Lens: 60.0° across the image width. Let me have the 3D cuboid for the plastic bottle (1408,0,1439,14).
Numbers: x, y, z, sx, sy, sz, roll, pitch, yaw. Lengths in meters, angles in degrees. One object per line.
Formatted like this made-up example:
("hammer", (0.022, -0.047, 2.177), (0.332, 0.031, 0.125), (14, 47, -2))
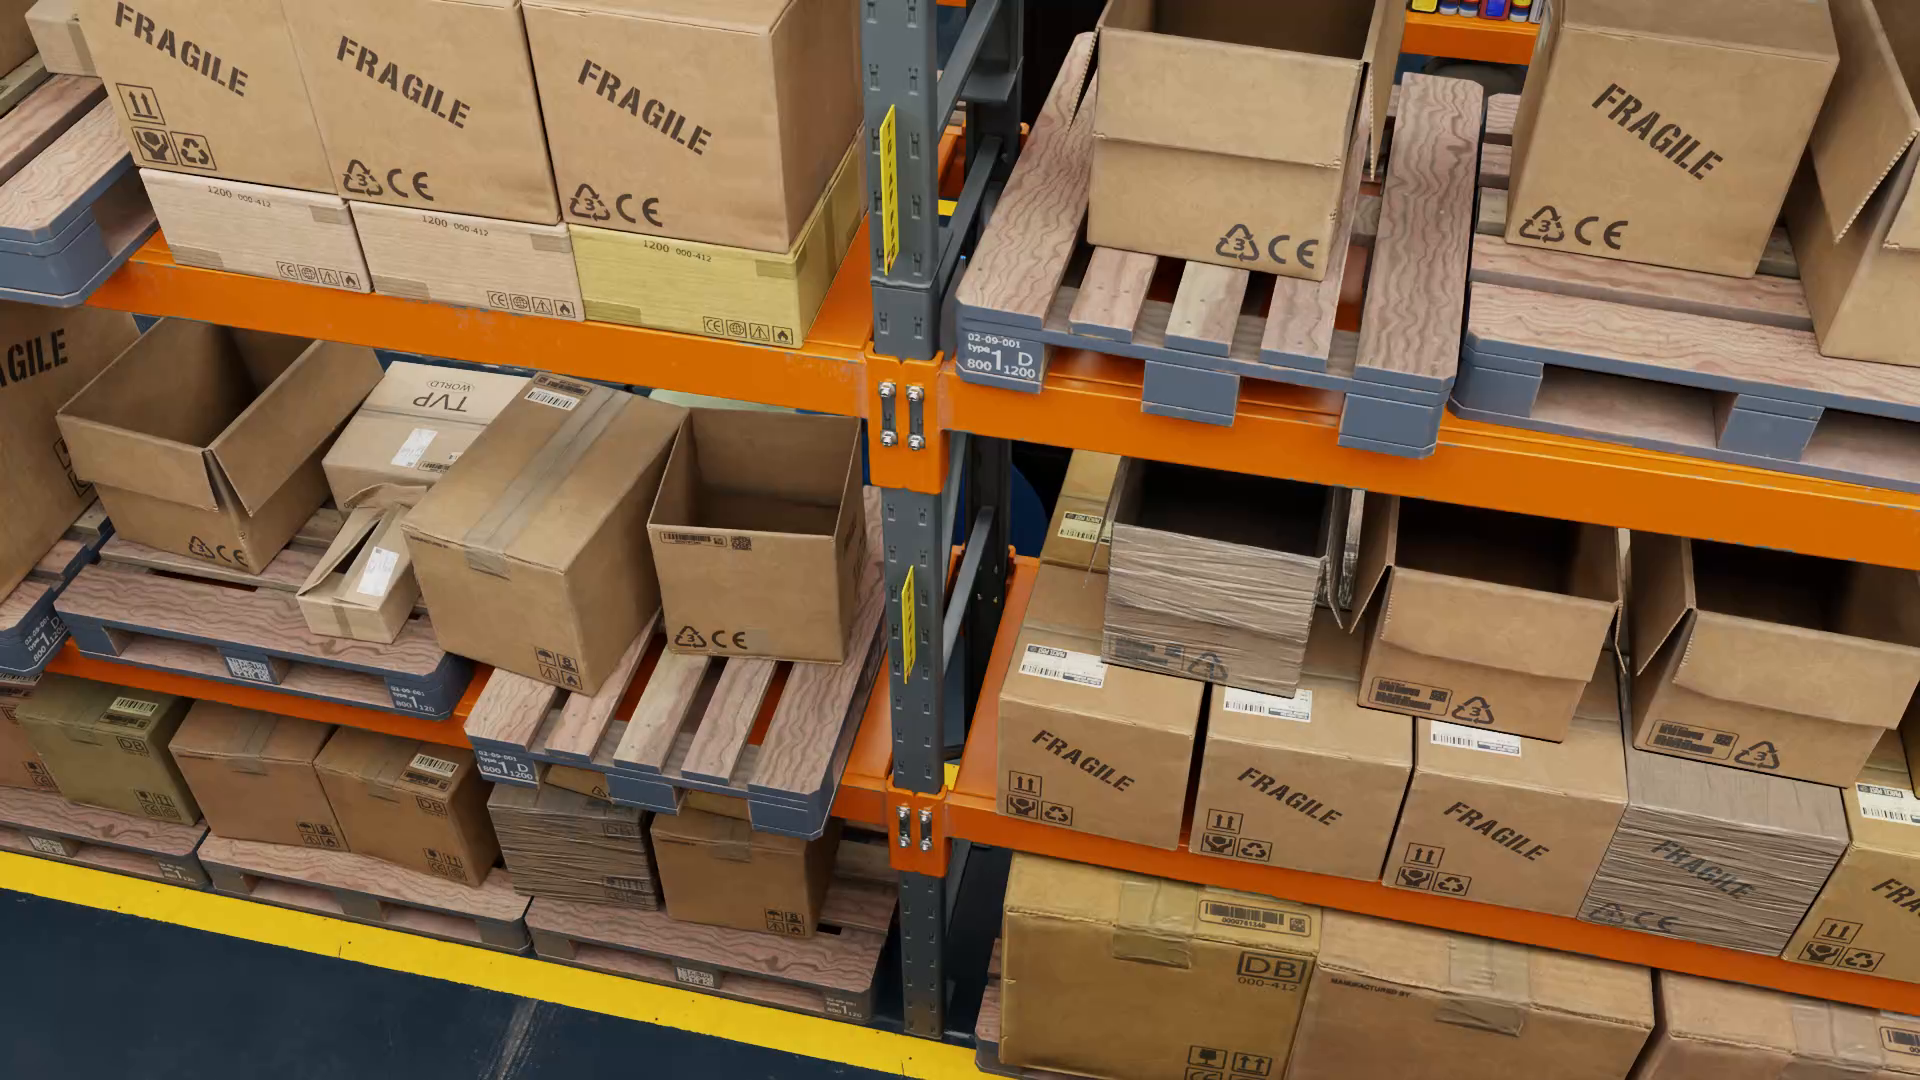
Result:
("plastic bottle", (2.216, -2.642, 7.876), (0.133, 0.283, 0.061), (9, 45, 9))

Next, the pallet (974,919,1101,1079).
("pallet", (0.739, 1.403, 5.600), (1.213, 0.211, 1.003), (9, 45, 9))

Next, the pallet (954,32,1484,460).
("pallet", (0.626, -0.723, 3.772), (1.003, 0.211, 1.213), (11, 45, 11))

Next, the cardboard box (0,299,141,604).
("cardboard box", (-3.173, -0.530, 4.863), (1.000, 1.000, 1.000), (9, 45, 9))

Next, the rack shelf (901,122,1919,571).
("rack shelf", (1.937, -0.291, 3.705), (4.000, 0.370, 1.077), (9, 45, 9))

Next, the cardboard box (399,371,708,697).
("cardboard box", (-1.117, -0.031, 4.704), (0.500, 0.500, 0.700), (15, 46, 15))

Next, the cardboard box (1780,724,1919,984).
("cardboard box", (2.380, 0.757, 4.188), (0.500, 0.500, 0.500), (8, 45, 9))

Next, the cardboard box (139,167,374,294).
("cardboard box", (-1.508, -0.849, 3.874), (0.500, 0.250, 0.500), (10, 45, 10))

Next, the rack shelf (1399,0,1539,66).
("rack shelf", (3.019, -2.562, 8.228), (4.000, 0.370, 1.077), (9, 45, 9))

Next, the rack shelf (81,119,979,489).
("rack shelf", (-1.966, -0.897, 4.334), (4.000, 0.370, 1.077), (9, 45, 9))

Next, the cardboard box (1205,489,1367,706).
("cardboard box", (1.007, 0.178, 4.790), (0.500, 0.500, 0.500), (8, 45, 9))

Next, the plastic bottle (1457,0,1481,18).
("plastic bottle", (2.428, -2.617, 7.859), (0.097, 0.271, 0.097), (0, 44, 0))

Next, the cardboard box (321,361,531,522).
("cardboard box", (-1.600, -0.279, 5.142), (0.500, 0.250, 0.500), (8, 44, 8))

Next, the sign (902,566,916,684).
("sign", (-0.124, 0.208, 4.053), (0.005, 0.325, 0.100), (9, 45, 9))

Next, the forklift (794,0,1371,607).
("forklift", (0.916, -0.963, 6.097), (3.031, 2.935, 1.130), (10, 45, 10))

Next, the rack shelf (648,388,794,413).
("rack shelf", (-0.961, -0.476, 7.093), (0.720, 0.370, 0.431), (10, 45, 10))

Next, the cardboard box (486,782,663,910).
("cardboard box", (-1.217, 0.807, 5.694), (0.500, 0.500, 0.700), (5, 44, 6))

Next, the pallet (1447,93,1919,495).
("pallet", (1.718, -0.556, 3.598), (1.213, 0.211, 1.003), (11, 45, 11))

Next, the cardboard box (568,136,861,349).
("cardboard box", (-0.532, -0.705, 3.725), (0.500, 0.250, 0.500), (9, 45, 9))

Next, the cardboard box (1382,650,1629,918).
("cardboard box", (1.405, 0.601, 4.350), (0.500, 0.500, 0.500), (8, 44, 8))

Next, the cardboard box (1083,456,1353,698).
("cardboard box", (0.696, -0.048, 4.301), (0.637, 0.503, 0.797), (10, 45, 10))

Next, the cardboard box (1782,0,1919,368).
("cardboard box", (1.984, -0.747, 3.282), (0.637, 0.503, 0.797), (8, 45, 8))

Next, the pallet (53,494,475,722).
("pallet", (-1.955, 0.025, 5.160), (1.213, 0.211, 1.003), (9, 45, 9))

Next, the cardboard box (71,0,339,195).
("cardboard box", (-1.517, -1.128, 3.623), (0.500, 0.500, 0.500), (10, 45, 10))

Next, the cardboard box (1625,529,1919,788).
("cardboard box", (1.987, 0.150, 4.096), (0.637, 0.503, 0.797), (10, 45, 10))

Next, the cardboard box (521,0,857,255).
("cardboard box", (-0.535, -0.972, 3.461), (0.500, 0.500, 0.500), (10, 45, 10))

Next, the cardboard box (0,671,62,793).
("cardboard box", (-3.323, 0.472, 6.042), (0.500, 0.500, 0.700), (6, 44, 6))

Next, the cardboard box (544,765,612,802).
("cardboard box", (-1.195, 0.545, 5.425), (0.500, 0.250, 0.500), (14, 46, 14))

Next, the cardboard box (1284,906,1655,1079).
("cardboard box", (1.523, 1.101, 5.133), (0.875, 0.875, 1.225), (9, 45, 9))

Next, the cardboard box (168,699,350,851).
("cardboard box", (-2.316, 0.641, 5.866), (0.500, 0.500, 0.700), (5, 44, 5))

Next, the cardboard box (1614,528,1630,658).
("cardboard box", (2.010, 0.332, 4.630), (0.500, 0.500, 0.500), (10, 45, 10))

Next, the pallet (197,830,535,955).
("pallet", (-1.964, 0.927, 6.095), (1.213, 0.211, 1.003), (9, 45, 9))

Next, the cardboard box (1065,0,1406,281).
("cardboard box", (0.597, -0.998, 3.543), (0.637, 0.503, 0.797), (11, 45, 11))

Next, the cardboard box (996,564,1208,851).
("cardboard box", (0.401, 0.449, 4.508), (0.500, 0.500, 0.500), (10, 45, 10))

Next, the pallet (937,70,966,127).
("pallet", (0.320, -2.263, 9.409), (1.213, 0.211, 1.003), (9, 45, 9))

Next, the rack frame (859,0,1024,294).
("rack frame", (-0.014, -1.934, 2.730), (0.127, 3.000, 1.000), (9, 45, 9))

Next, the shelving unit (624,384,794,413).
("shelving unit", (-0.961, -0.711, 6.867), (0.755, 1.500, 0.431), (10, 45, 10))

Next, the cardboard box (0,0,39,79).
("cardboard box", (-2.561, -1.367, 3.927), (0.637, 0.503, 0.797), (11, 45, 11))

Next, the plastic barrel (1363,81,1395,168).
("plastic barrel", (2.119, -2.291, 8.919), (0.421, 0.512, 0.421), (0, 44, 0))

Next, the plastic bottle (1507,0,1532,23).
("plastic bottle", (2.653, -2.582, 7.823), (0.097, 0.271, 0.097), (0, 44, 0))
